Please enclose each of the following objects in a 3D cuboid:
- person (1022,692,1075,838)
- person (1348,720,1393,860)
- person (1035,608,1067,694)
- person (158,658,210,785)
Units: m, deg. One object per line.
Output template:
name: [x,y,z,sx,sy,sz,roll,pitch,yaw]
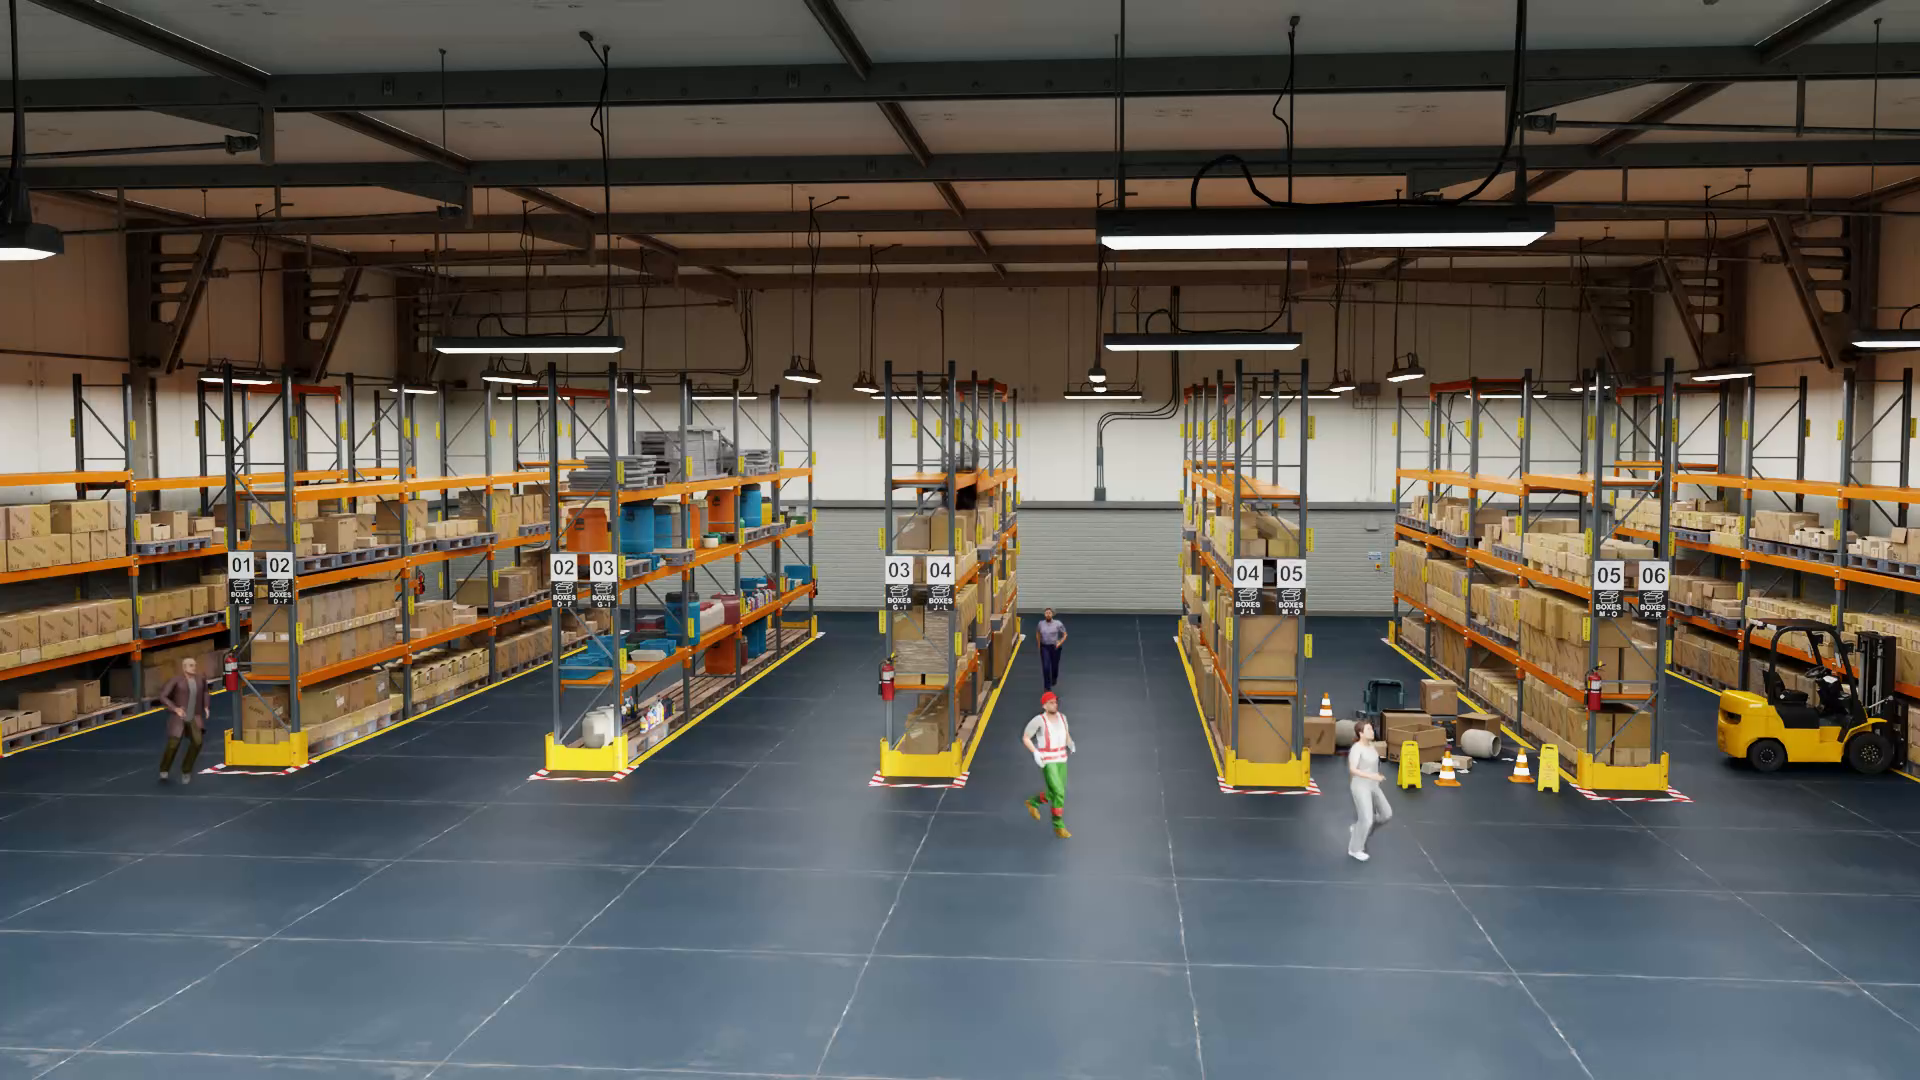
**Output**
person: [1.116,2.764,20.694,0.646,1.779,0.816,-3,5,-39]
person: [4.749,2.908,19.354,0.542,1.640,0.612,4,5,44]
person: [1.736,2.113,31.704,0.609,1.663,0.722,1,4,9]
person: [-11.050,2.580,23.767,0.771,1.790,0.728,-4,5,-45]
